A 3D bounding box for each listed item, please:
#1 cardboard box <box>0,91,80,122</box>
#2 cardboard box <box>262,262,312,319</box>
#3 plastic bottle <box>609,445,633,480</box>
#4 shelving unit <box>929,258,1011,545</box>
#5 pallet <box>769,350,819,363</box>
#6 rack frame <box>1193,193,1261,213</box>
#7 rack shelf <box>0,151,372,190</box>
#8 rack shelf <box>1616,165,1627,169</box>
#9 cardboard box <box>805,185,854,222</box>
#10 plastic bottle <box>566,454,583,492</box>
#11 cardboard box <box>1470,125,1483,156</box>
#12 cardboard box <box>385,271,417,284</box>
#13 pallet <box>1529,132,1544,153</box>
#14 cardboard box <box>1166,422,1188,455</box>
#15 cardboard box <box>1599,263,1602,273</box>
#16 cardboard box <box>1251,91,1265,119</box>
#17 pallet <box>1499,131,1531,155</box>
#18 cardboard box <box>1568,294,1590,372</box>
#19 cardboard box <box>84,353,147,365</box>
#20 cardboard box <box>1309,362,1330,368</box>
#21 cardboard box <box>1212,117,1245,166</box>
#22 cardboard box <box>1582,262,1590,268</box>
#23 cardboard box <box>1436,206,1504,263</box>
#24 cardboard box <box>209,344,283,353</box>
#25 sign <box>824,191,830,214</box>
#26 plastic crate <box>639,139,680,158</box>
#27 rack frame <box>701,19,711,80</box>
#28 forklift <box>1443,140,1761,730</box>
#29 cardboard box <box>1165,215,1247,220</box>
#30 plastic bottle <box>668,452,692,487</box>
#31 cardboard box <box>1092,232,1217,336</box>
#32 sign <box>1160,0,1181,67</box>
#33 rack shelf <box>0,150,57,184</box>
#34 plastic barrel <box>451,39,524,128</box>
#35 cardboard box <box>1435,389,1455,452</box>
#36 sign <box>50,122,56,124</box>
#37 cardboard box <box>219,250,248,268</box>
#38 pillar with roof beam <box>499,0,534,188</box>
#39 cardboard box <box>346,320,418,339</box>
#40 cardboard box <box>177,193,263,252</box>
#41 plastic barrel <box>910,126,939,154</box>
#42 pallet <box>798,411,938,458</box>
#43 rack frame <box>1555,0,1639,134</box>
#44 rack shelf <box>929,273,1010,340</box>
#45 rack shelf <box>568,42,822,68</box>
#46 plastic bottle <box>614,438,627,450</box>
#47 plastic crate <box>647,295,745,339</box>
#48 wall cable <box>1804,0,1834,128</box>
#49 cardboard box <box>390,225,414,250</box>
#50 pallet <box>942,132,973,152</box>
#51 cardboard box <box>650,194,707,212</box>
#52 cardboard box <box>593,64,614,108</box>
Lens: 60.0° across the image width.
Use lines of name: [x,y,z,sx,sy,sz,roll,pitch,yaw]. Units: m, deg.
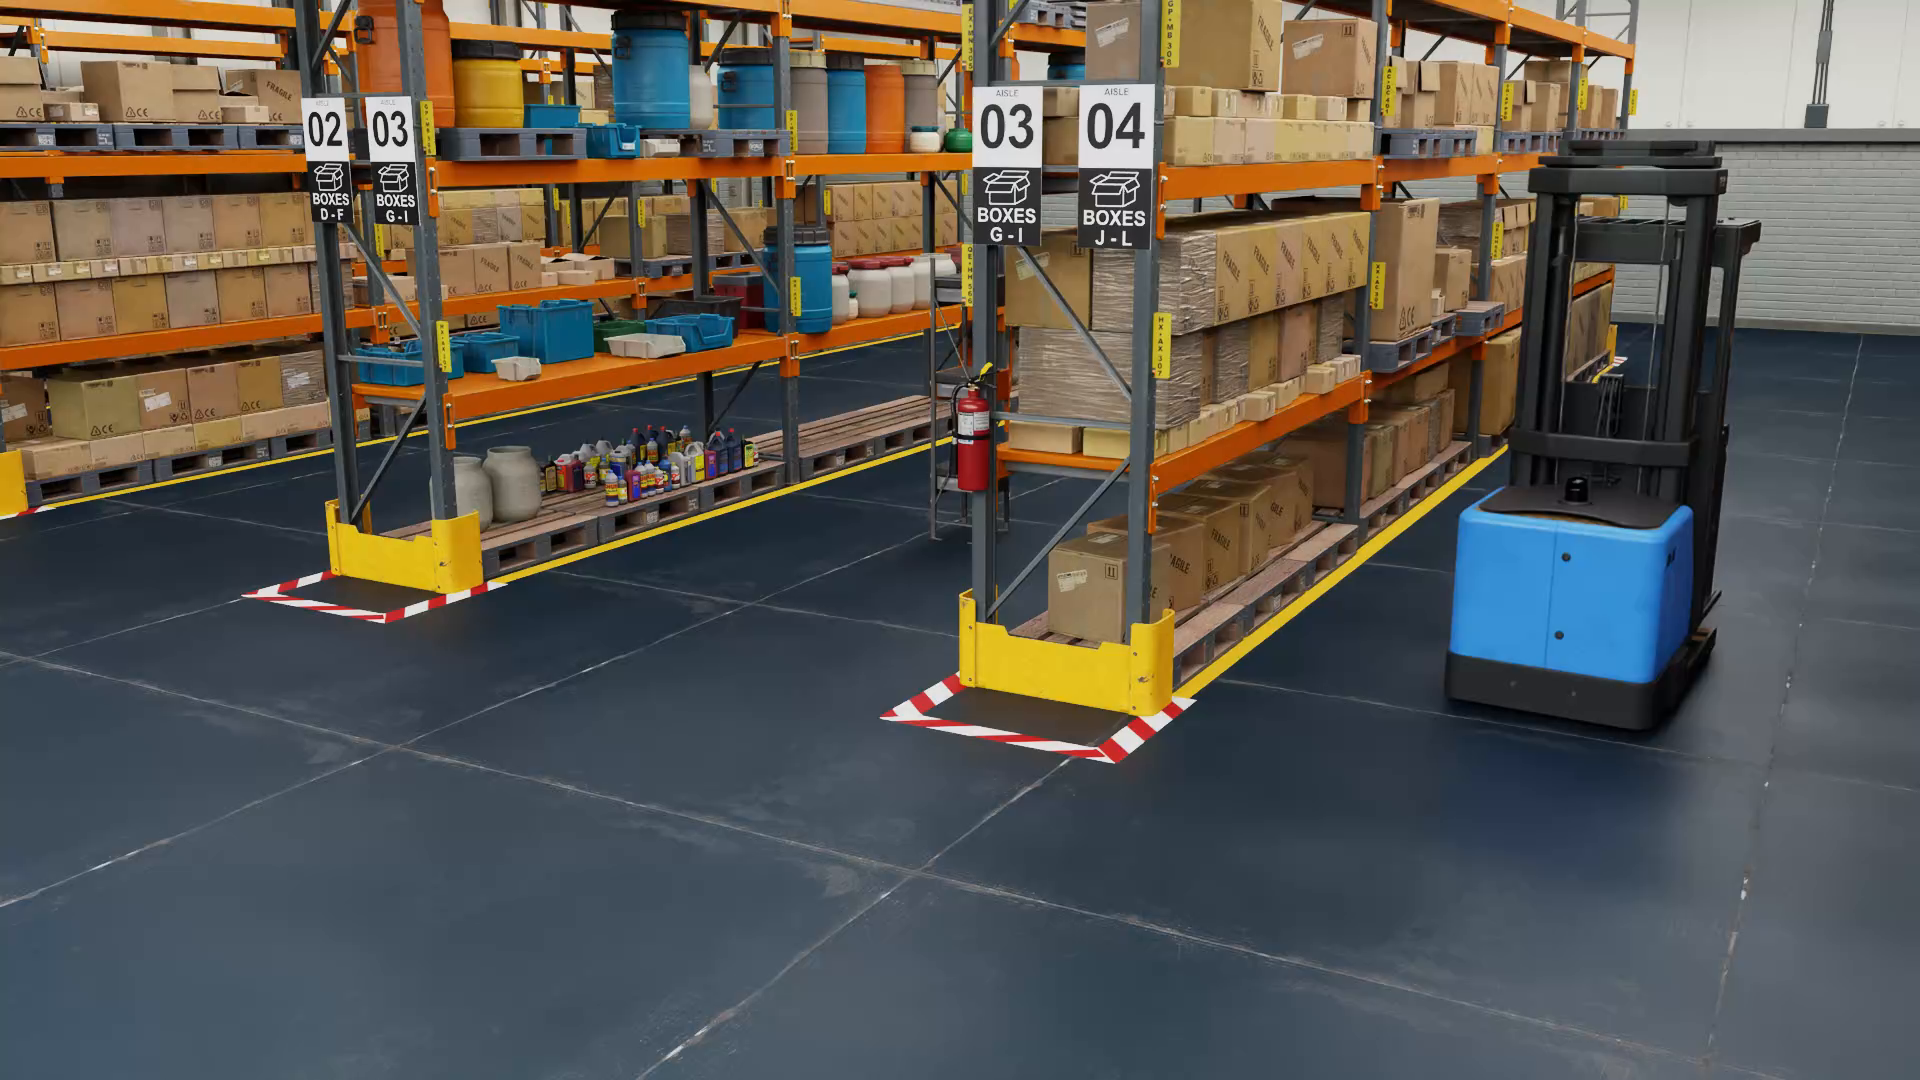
cardboard box: [-7.813,-3.661,14.043,0.500,0.250,0.500,7,15,28]
cardboard box: [-6.664,-2.406,15.899,0.700,0.500,0.500,7,15,27]
plastic bottle: [-2.779,-0.629,13.617,0.152,0.276,0.135,7,15,28]
shelving unit: [0.080,-1.055,12.428,0.431,2.100,0.503,7,15,28]
pallet: [-2.698,-2.672,23.168,1.003,0.211,1.213,7,15,28]
rack frame: [3.930,-4.458,24.624,1.000,3.000,0.127,7,15,28]
rack shelf: [-7.172,-3.256,14.774,1.077,0.370,4.000,7,15,28]
rack shelf: [7.299,-4.595,20.327,1.077,0.370,4.000,7,15,28]
cardboard box: [-1.864,-4.799,23.691,0.500,0.500,0.500,8,16,29]
plastic bottle: [-3.061,-0.532,13.196,0.061,0.283,0.133,7,15,28]
cardboard box: [4.155,-3.412,14.206,0.500,0.250,0.500,7,15,28]
cardboard box: [-5.941,-2.694,17.593,0.396,0.266,0.258,7,15,27]
pallet: [5.201,-3.990,16.685,1.003,0.211,1.213,8,16,31]
cardboard box: [1.015,-0.572,9.044,0.380,0.149,0.250,7,15,28]
cardboard box: [7.889,-3.454,20.998,0.380,0.149,0.250,7,15,27]
cardboard box: [1.525,-2.486,9.516,0.380,0.149,0.250,7,15,26]
pallet: [4.663,-3.760,15.732,1.213,0.211,1.003,8,16,31]
cardboard box: [7.156,-2.558,20.382,0.875,0.875,0.875,7,15,28]
cardboard box: [-10.202,-2.270,19.943,0.700,0.500,0.500,8,16,30]
cardboard box: [2.315,-1.140,11.400,0.380,0.149,0.250,7,15,28]
cardboard box: [1.234,-2.175,9.077,0.500,0.250,0.500,7,15,27]
cardboard box: [7.279,-3.423,20.016,0.500,0.250,0.500,8,16,29]
cardboard box: [4.766,-2.940,15.974,0.797,0.503,0.637,8,16,30]
cardboard box: [-6.938,-1.627,16.251,0.500,0.500,0.500,7,15,28]
sign: [-1.850,-4.700,23.157,0.100,0.325,0.005,7,15,28]
plastic crate: [-2.293,-2.951,12.535,0.243,0.136,0.396,7,15,28]
rack frame: [-4.743,-8.497,28.577,1.000,3.000,0.127,7,15,28]
forklift: [3.785,-0.763,9.447,1.130,2.935,3.031,8,16,31]
cardboard box: [1.542,-1.845,10.805,0.500,0.500,0.500,7,15,28]
plastic bottle: [-2.261,-0.582,13.421,0.152,0.276,0.135,8,16,29]
cardboard box: [1.035,-1.375,8.856,0.500,0.500,0.500,7,15,28]
sign: [1.006,-2.436,7.971,0.100,0.325,0.005,7,15,28]
rack shelf: [-11.510,-3.816,17.099,1.077,0.370,4.000,7,15,28]
plastic barrel: [-3.365,-3.177,11.615,0.600,0.588,0.600,0,14,0]
cardboard box: [4.092,-1.114,15.150,0.700,0.500,0.500,6,15,25]
sign: [-10.065,-4.768,18.407,0.100,0.325,0.005,7,15,28]
cardboard box: [-6.764,-2.581,15.243,0.380,0.149,0.250,8,16,30]
pillar with roof beam: [-3.326,-7.430,24.152,9.100,9.000,0.400,7,15,28]
cardboard box: [-8.140,-3.234,23.239,0.750,0.750,0.750,7,15,27]
cardboard box: [-6.900,-2.939,15.342,0.700,0.500,0.500,7,15,28]
plastic barrel: [-0.348,-3.920,16.289,0.301,0.262,0.301,0,14,0]
pallet: [-0.937,-1.057,16.467,1.003,0.211,1.213,7,15,28]
rack frame: [8.266,-6.813,21.593,1.000,3.000,0.127,7,15,28]
rack shelf: [0.080,-1.722,12.267,0.431,0.518,0.480,7,15,28]
rack shelf: [-3.305,-6.161,21.277,1.077,0.370,4.000,7,15,28]
plastic bottle: [-2.832,-0.703,13.905,0.061,0.283,0.133,8,16,31]
plastic crate: [-2.235,-1.873,14.033,0.767,0.338,0.504,7,15,28]
wall cable: [14.016,-9.147,24.408,2.277,5.999,0.120,7,15,28]
cardboard box: [-7.890,-4.319,23.157,0.500,0.500,0.500,8,16,30]
pallet: [0.518,-4.329,18.091,1.003,0.211,1.213,7,15,28]
cardboard box: [-4.980,-5.620,28.806,0.980,0.700,0.700,8,16,31]
cardboard box: [-4.055,-5.460,20.035,0.500,0.500,0.500,7,15,28]
